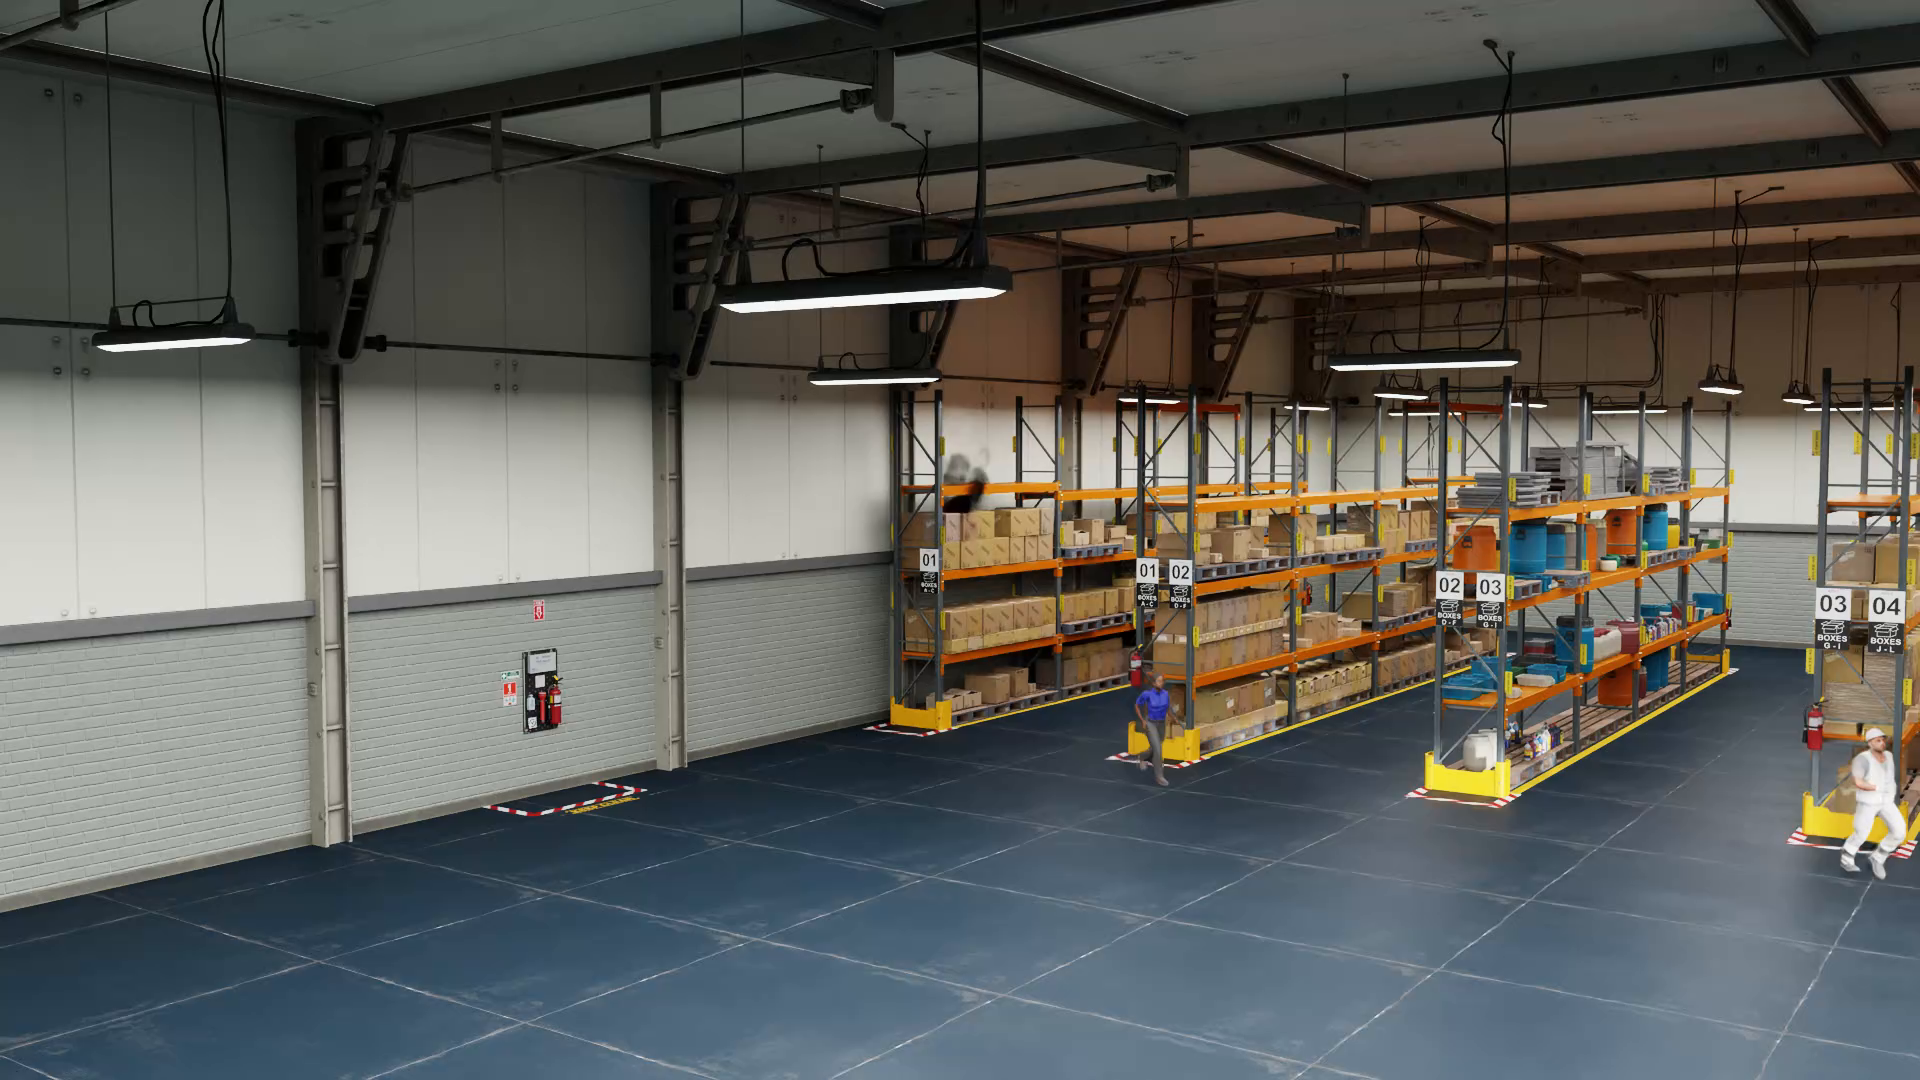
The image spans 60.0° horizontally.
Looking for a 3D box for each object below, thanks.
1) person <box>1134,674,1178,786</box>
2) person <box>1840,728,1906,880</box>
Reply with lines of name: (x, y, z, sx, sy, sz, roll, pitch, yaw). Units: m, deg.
person: (2.866, 2.793, 24.831, 0.557, 1.635, 0.850, -2, 4, -30)
person: (10.539, 3.024, 19.108, 0.674, 1.748, 0.852, 0, 3, -7)
